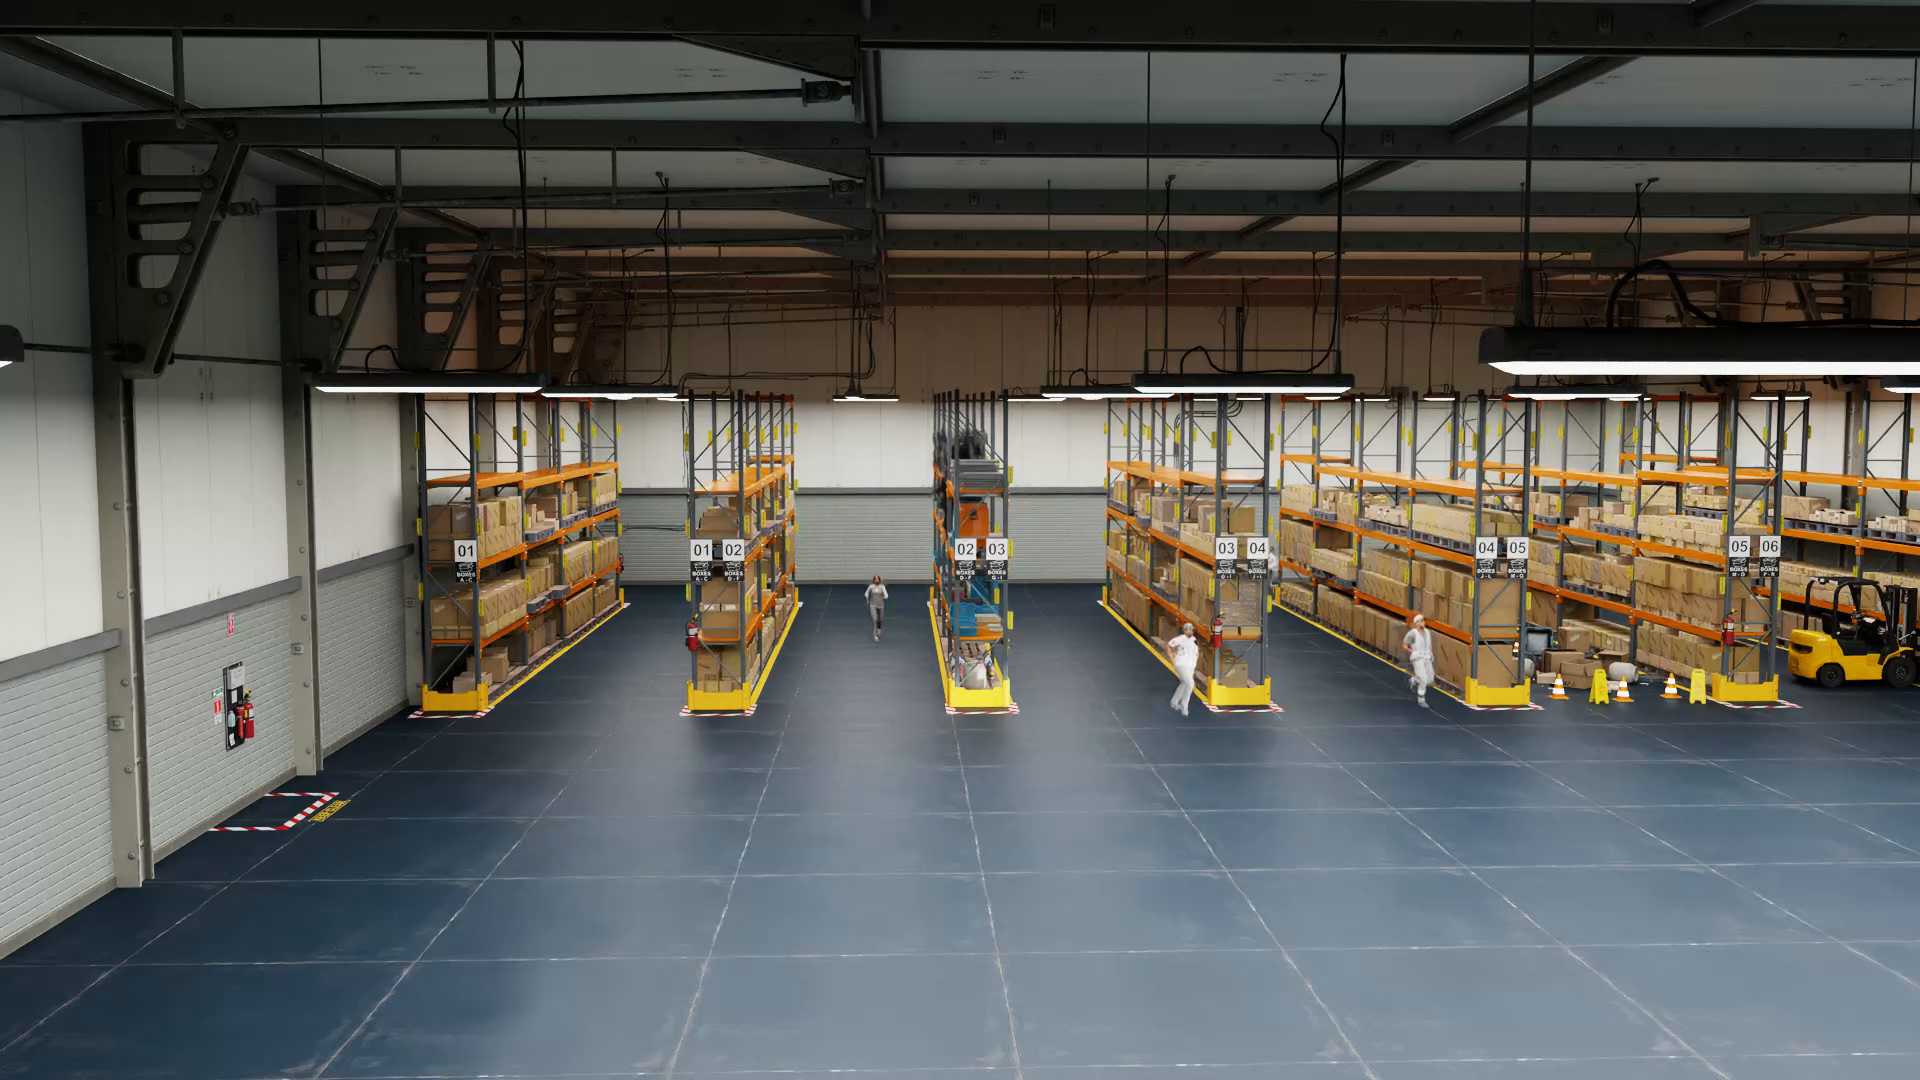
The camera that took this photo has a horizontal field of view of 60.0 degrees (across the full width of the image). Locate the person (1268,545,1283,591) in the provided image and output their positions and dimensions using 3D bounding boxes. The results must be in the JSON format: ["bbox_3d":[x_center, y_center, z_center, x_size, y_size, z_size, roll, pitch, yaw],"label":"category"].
[{"bbox_3d":[9.191,0.947,48.967,0.737,1.646,0.696,0,5,-6],"label":"person"}]

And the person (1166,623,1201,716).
[{"bbox_3d":[4.189,2.395,30.928,0.625,1.719,0.632,-5,7,-45],"label":"person"}]

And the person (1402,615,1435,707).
[{"bbox_3d":[8.728,2.282,31.680,0.692,1.738,0.628,-2,5,-28],"label":"person"}]

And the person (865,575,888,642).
[{"bbox_3d":[-2.018,1.641,40.289,0.542,1.556,0.886,-1,5,-8],"label":"person"}]
